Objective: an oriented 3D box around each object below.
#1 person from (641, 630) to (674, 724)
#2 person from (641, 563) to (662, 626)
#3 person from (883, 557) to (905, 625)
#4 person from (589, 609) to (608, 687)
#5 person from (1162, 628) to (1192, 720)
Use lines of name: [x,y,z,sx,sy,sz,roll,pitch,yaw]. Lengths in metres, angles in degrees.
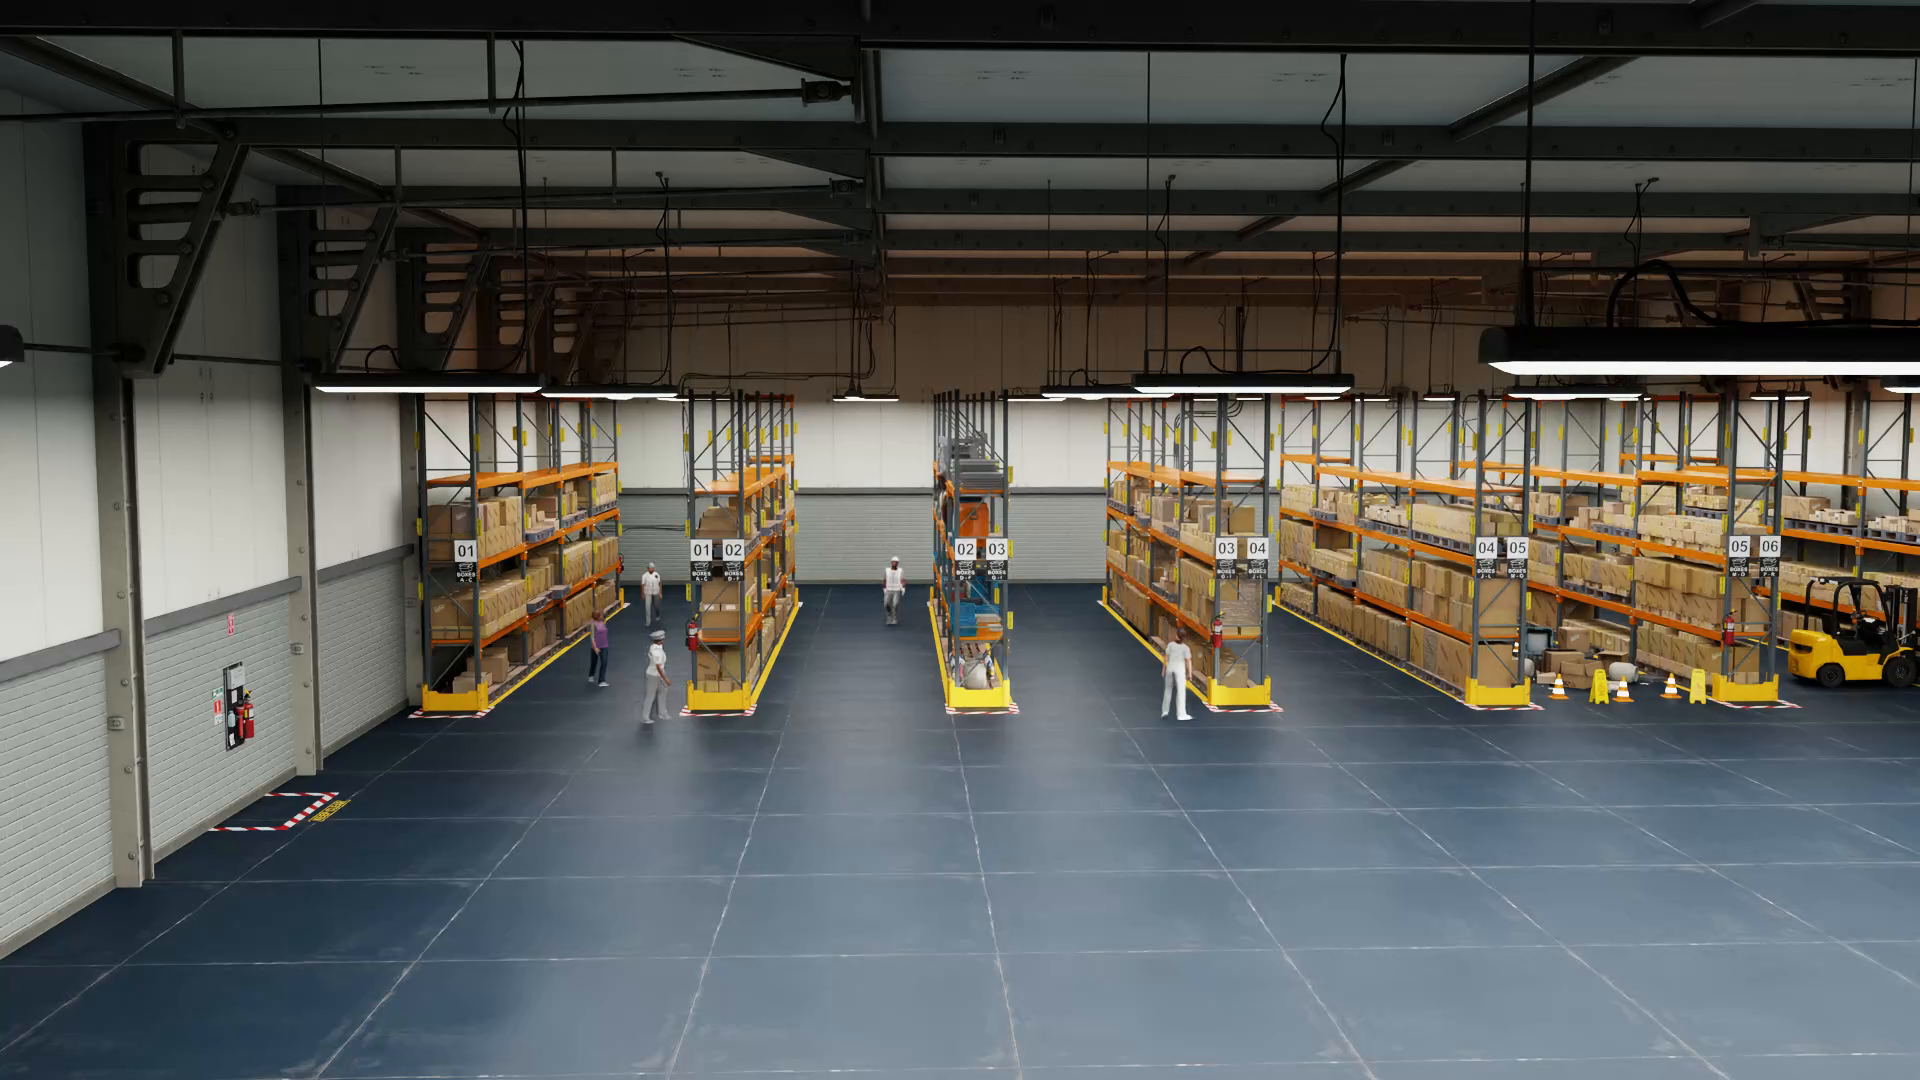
person: [-5.465,2.468,30.009,0.558,1.698,0.620,0,5,-1]
person: [-8.002,1.394,43.129,0.540,1.615,0.952,-1,5,-8]
person: [-1.709,1.327,43.035,0.639,1.784,0.465,1,5,13]
person: [-7.360,2.185,33.805,0.420,1.556,0.824,-3,6,-33]
person: [3.899,2.443,30.265,0.636,1.712,0.413,3,6,34]
